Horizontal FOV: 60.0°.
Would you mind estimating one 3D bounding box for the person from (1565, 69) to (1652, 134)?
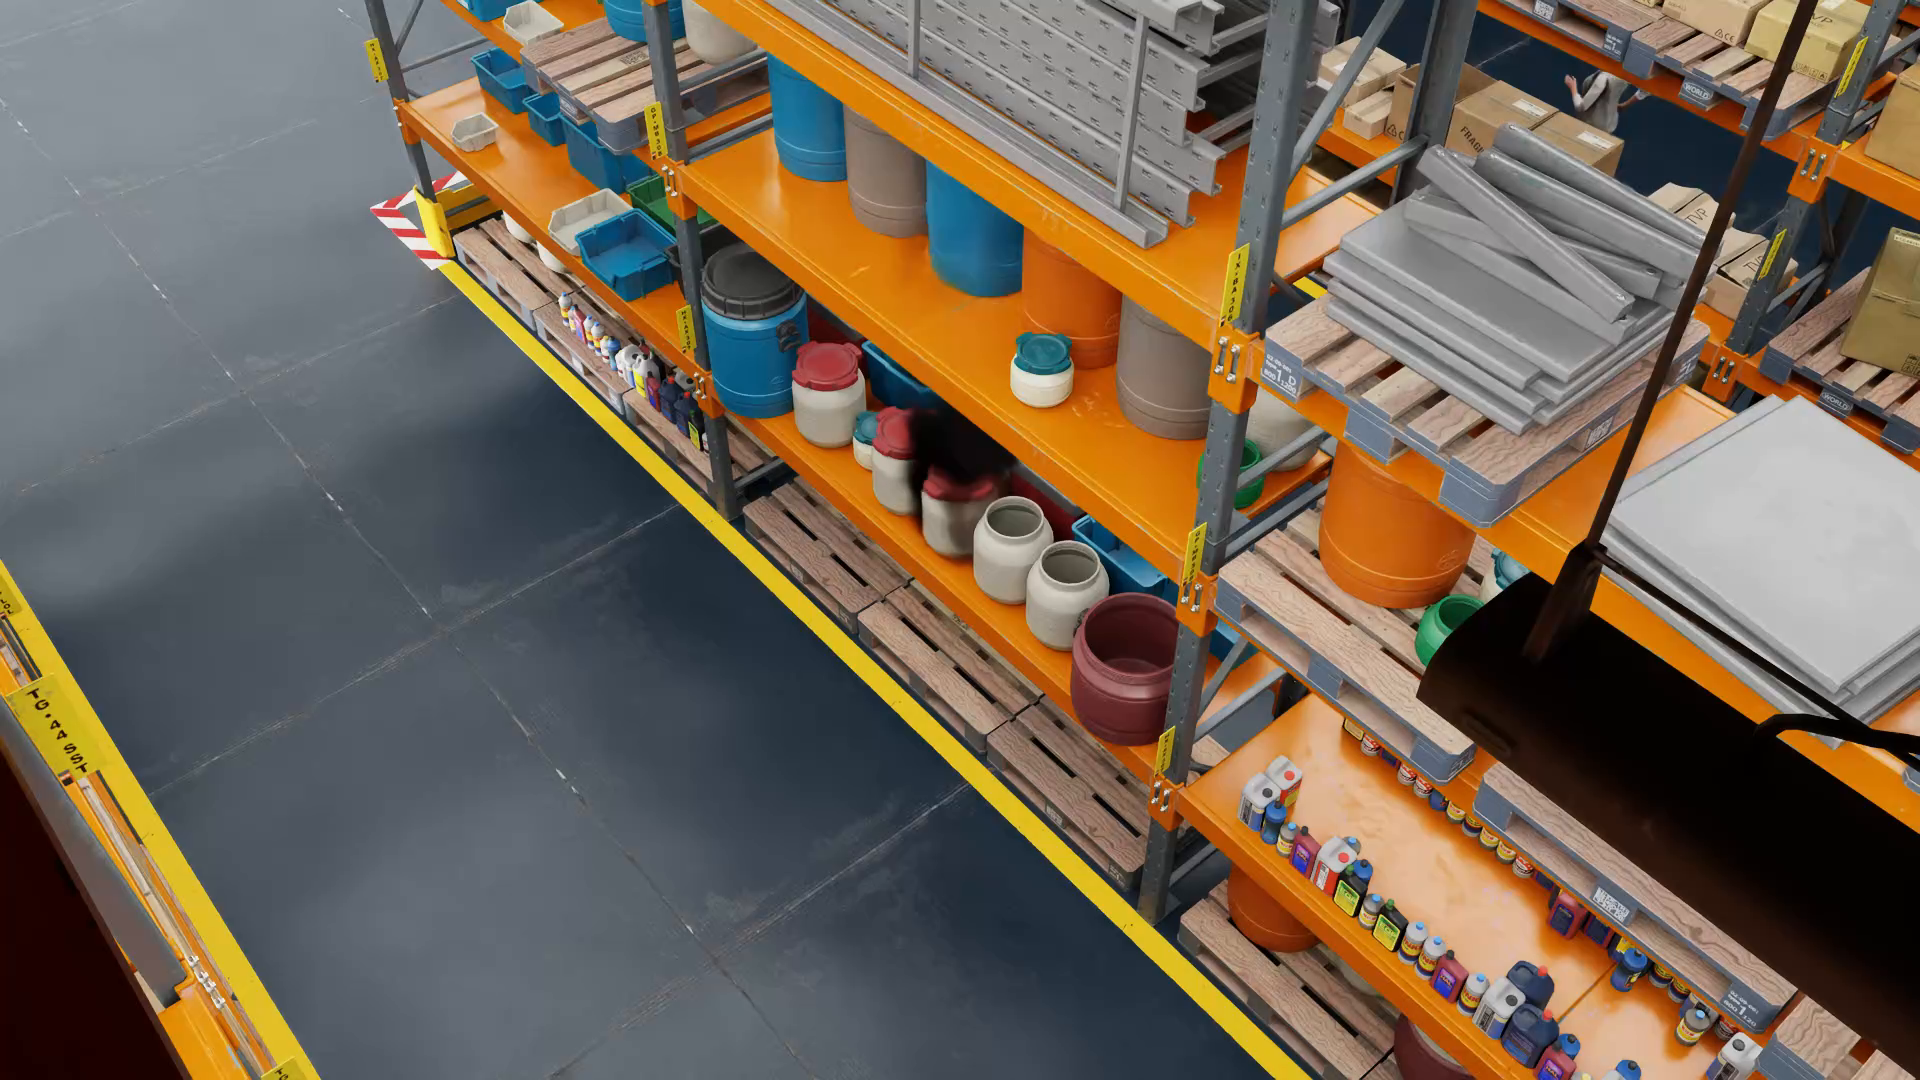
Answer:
[{"bbox_3d":[4.921,-3.151,12.885,0.726,1.622,0.509,35,56,29],"label":"person"}]
